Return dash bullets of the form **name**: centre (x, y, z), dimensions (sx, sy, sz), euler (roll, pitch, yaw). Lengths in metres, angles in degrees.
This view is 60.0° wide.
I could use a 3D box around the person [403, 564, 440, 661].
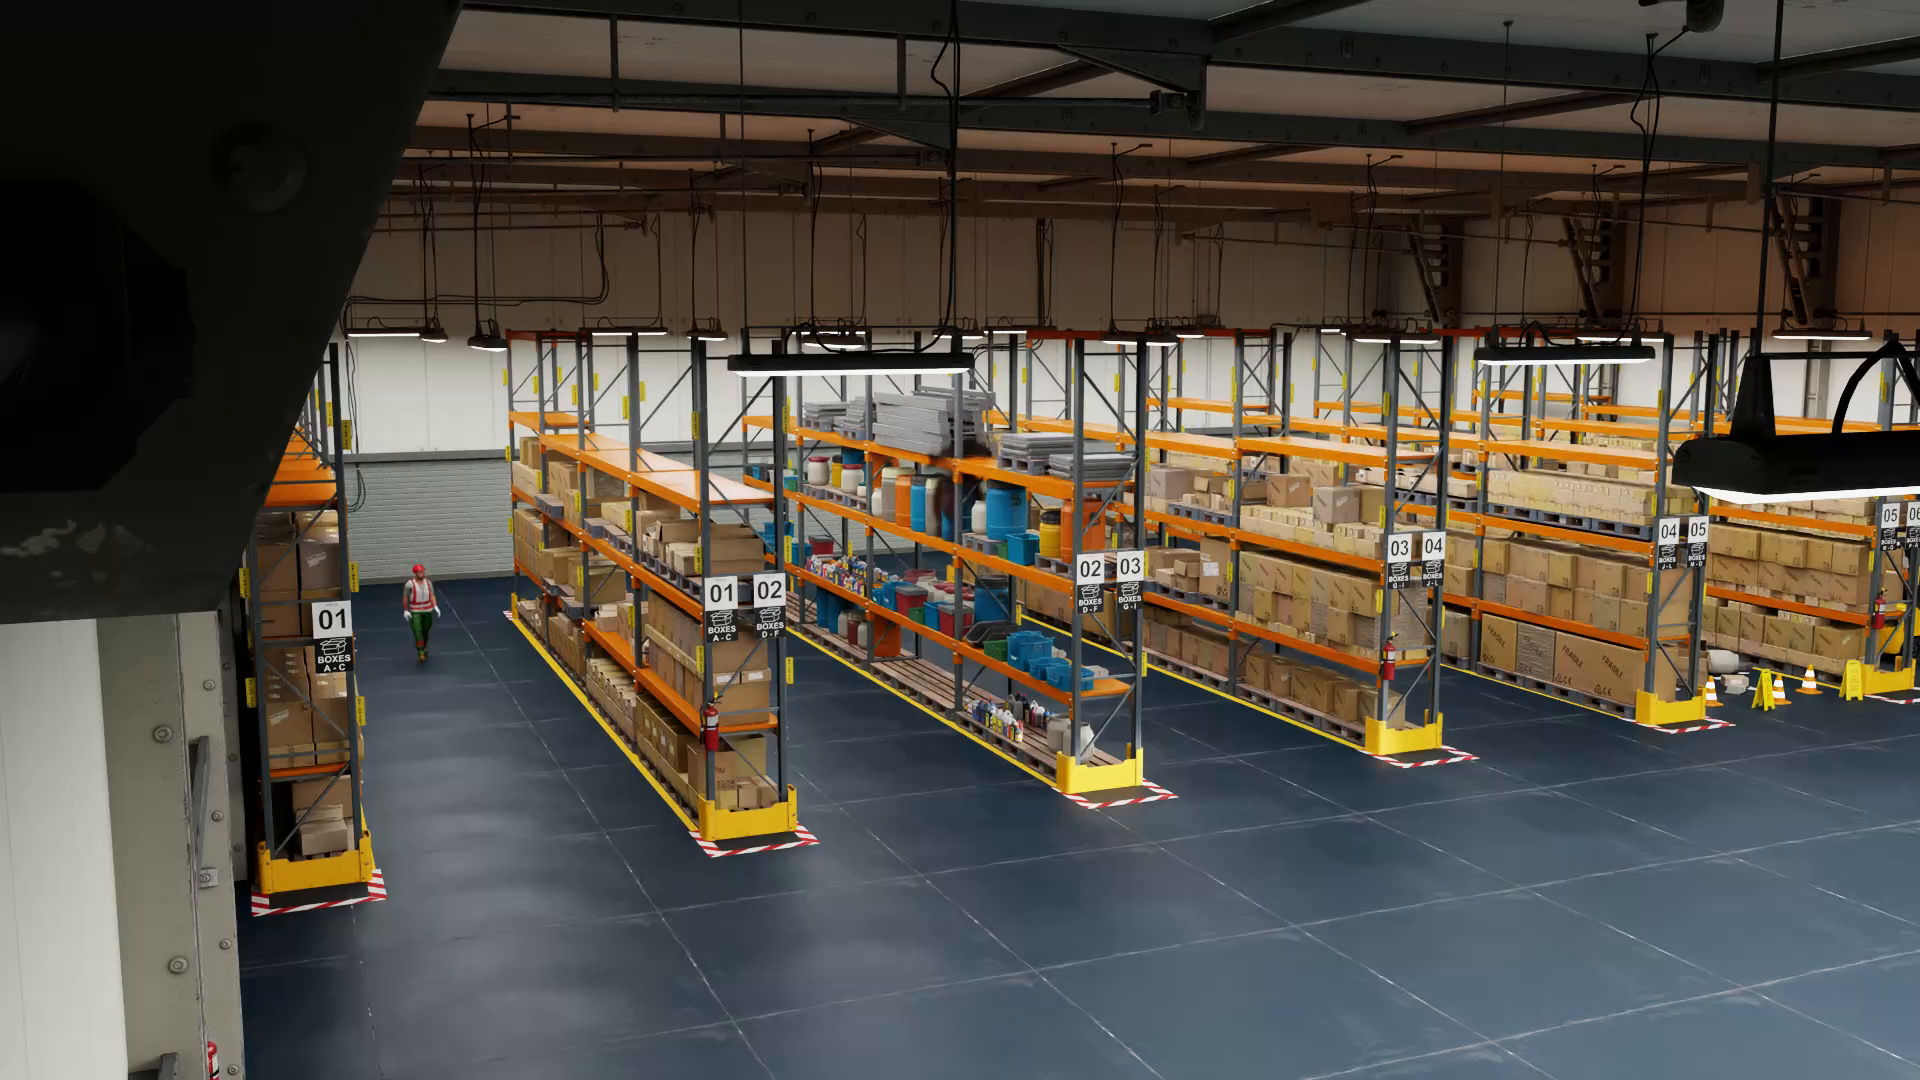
- **person**: centre (-9.868, 1.308, 30.489), dimensions (0.633, 1.737, 1.051), euler (-4, 9, -25)
